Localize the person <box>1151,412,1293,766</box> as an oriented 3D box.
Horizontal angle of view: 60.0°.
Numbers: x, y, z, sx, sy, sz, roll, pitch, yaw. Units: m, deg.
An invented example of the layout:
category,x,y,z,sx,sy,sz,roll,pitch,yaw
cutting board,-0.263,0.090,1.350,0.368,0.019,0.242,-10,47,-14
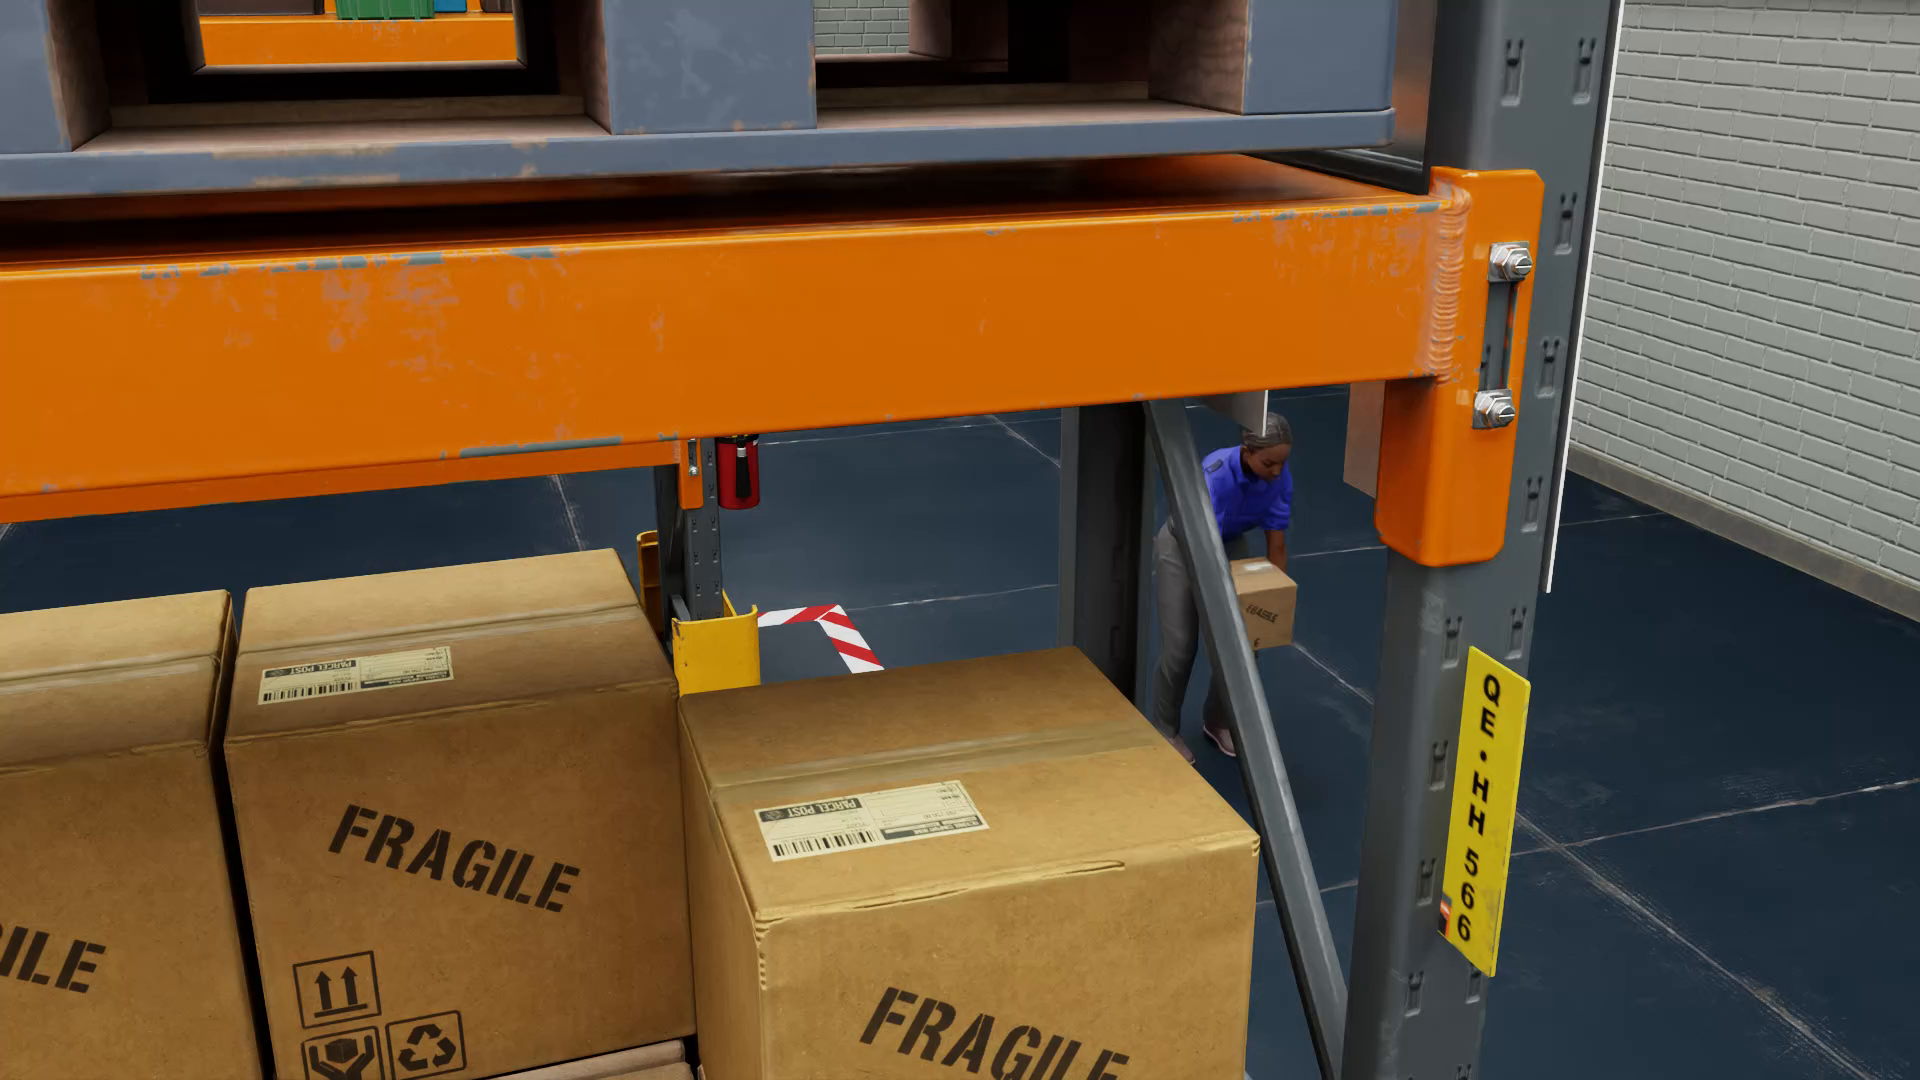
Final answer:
category,x,y,z,sx,sy,sz,roll,pitch,yaw
person,1.006,0.183,6.324,0.413,1.488,0.662,-7,20,-18
